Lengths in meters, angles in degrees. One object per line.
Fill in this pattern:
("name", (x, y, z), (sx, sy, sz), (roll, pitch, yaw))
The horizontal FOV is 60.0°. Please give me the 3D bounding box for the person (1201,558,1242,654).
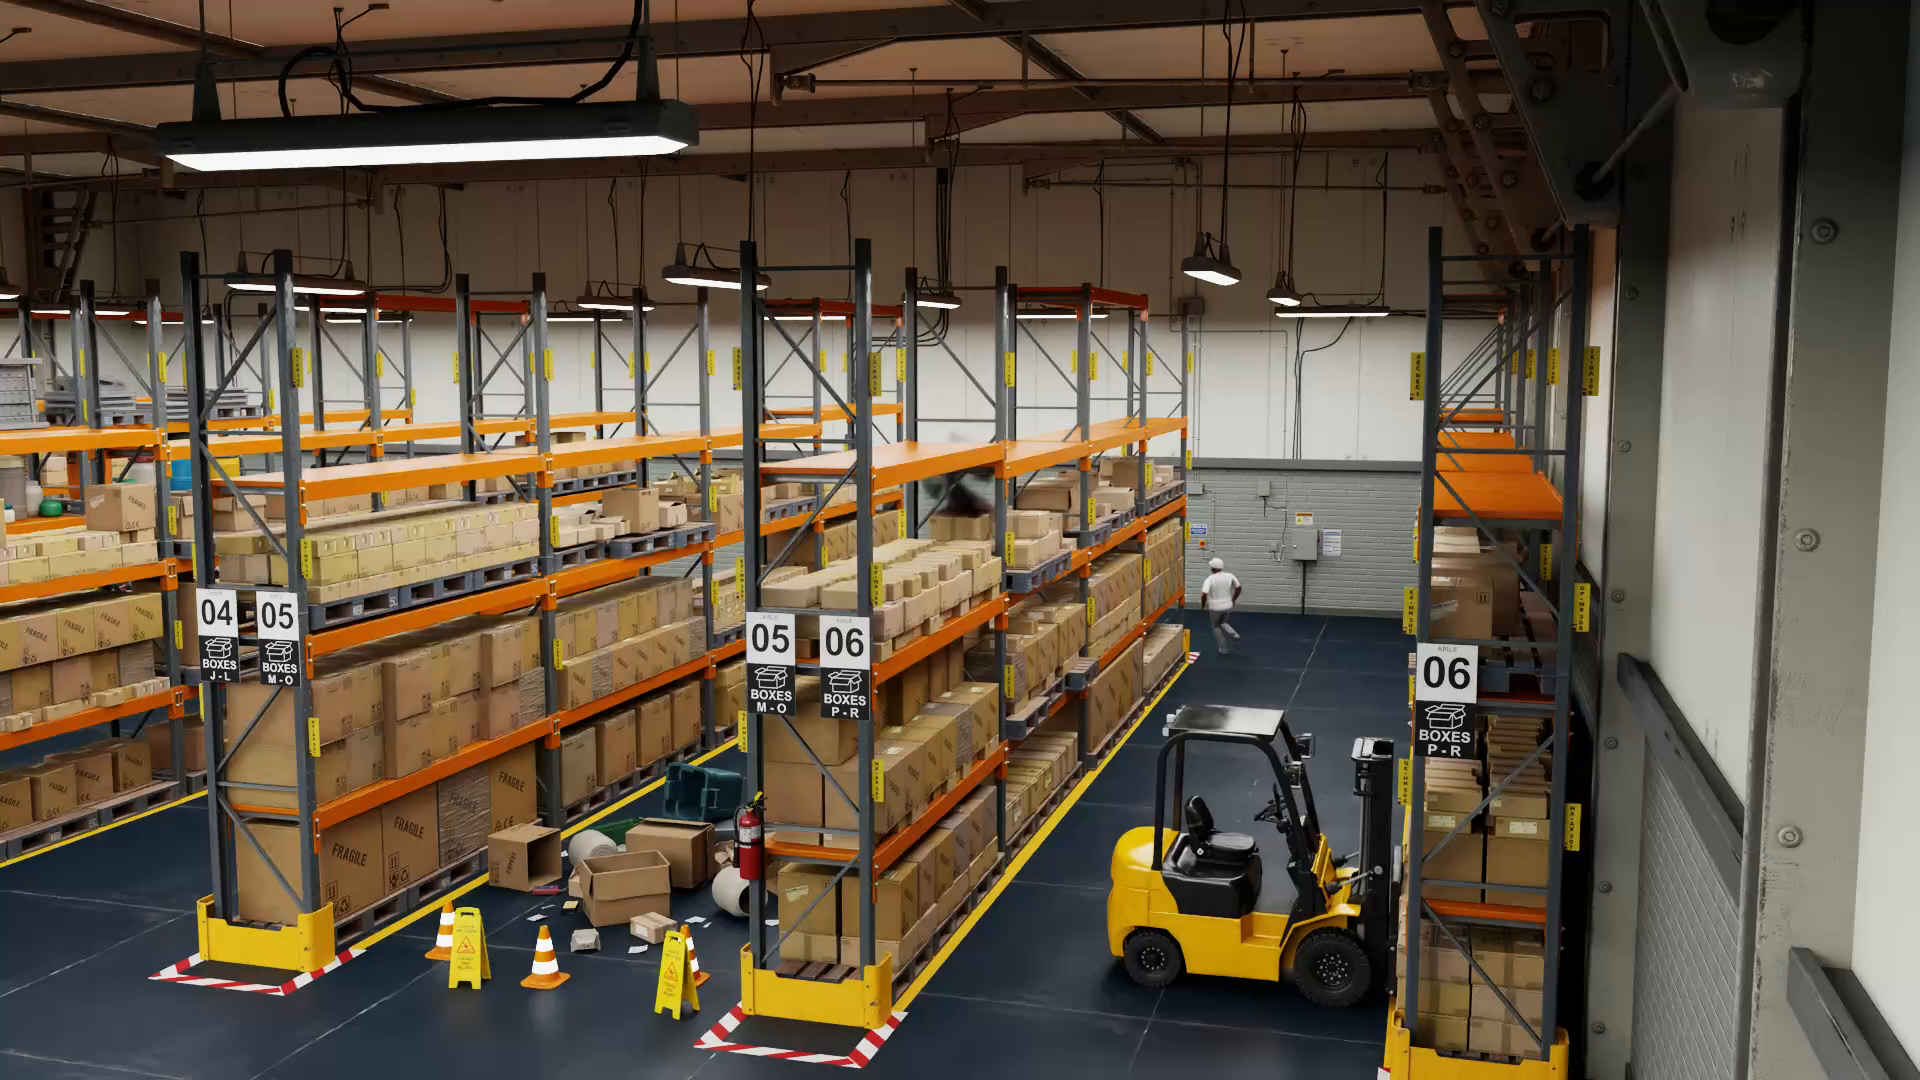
("person", (4.434, 1.137, 28.510), (0.741, 1.695, 0.603), (-3, 7, -22))
